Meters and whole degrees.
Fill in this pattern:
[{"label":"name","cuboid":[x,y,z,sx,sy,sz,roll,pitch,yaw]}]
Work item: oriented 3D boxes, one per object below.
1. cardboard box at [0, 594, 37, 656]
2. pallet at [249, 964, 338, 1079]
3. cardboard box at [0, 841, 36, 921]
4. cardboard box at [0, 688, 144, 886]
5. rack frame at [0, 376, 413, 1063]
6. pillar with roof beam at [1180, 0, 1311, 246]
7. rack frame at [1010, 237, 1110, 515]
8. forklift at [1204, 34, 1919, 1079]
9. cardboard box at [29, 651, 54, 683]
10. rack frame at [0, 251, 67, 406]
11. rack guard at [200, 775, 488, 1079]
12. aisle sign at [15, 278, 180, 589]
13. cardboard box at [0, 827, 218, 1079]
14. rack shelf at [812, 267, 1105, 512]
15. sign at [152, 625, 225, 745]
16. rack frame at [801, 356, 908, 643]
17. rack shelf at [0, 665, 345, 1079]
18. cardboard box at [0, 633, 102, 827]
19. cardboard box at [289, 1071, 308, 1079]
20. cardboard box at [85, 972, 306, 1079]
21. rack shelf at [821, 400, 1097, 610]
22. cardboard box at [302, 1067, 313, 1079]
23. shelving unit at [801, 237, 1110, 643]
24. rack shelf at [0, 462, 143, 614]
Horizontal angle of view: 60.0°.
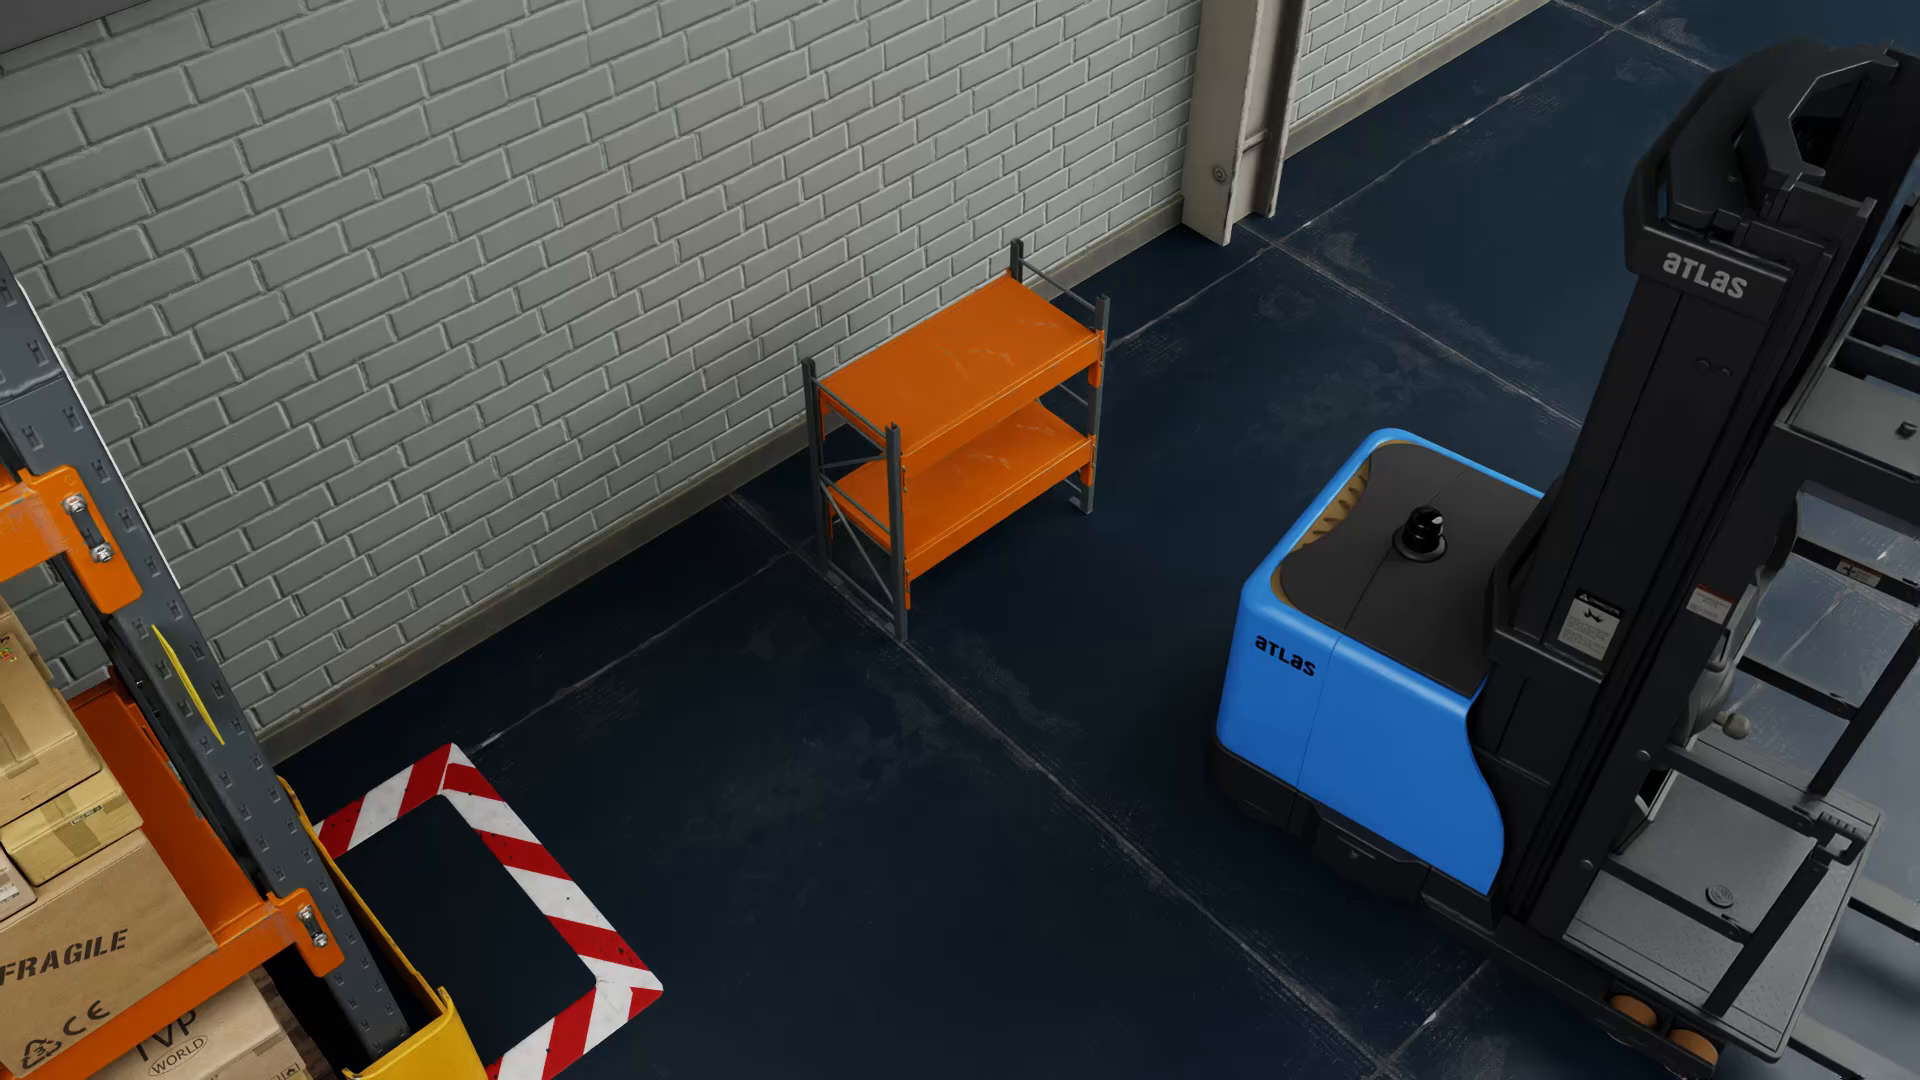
[{"label":"cardboard box","cuboid":[-2.384,0.176,3.888,0.250,0.149,0.380,-35,56,-28]},{"label":"pallet","cuboid":[-2.529,1.827,4.974,1.213,0.211,1.003,-34,56,-27]},{"label":"cardboard box","cuboid":[-2.228,0.693,3.614,0.250,0.149,0.380,-33,55,-27]},{"label":"cardboard box","cuboid":[-2.059,0.550,3.745,0.250,0.149,0.380,-33,55,-27]},{"label":"rack frame","cuboid":[-1.991,0.480,4.319,0.127,3.000,1.000,-34,56,-27]},{"label":"pillar with roof beam","cuboid":[4.223,-2.325,2.826,0.400,9.000,9.100,-34,56,-27]},{"label":"rack frame","cuboid":[0.371,-0.629,6.619,0.032,1.125,0.500,-34,56,-27]},{"label":"forklift","cuboid":[2.356,0.256,4.573,3.031,2.935,1.130,29,54,24]},{"label":"cardboard box","cuboid":[-2.417,0.253,4.019,0.250,0.149,0.380,-35,56,-28]},{"label":"rack frame","cuboid":[-1.991,-1.554,2.114,0.127,3.000,1.000,-34,56,-27]},{"label":"rack guard","cuboid":[-1.974,1.316,5.249,0.348,0.500,1.175,-34,56,-27]},{"label":"aisle sign","cuboid":[-1.745,-0.274,3.246,0.004,0.787,0.394,-34,56,-27]},{"label":"cardboard box","cuboid":[-2.179,0.833,3.926,0.500,0.500,0.500,-35,56,-28]},{"label":"rack shelf","cuboid":[-0.005,-0.577,6.172,1.000,0.278,0.538,-34,56,-27]},{"label":"sign","cuboid":[-1.637,0.309,3.528,0.005,0.325,0.100,-34,56,-27]},{"label":"rack frame","cuboid":[-0.381,-0.127,6.155,0.032,1.125,0.500,-34,56,-27]},{"label":"rack shelf","cuboid":[-3.471,1.713,3.671,4.000,0.370,1.077,-34,56,-27]},{"label":"cardboard box","cuboid":[-2.115,0.417,3.665,0.250,0.149,0.380,-34,56,-27]},{"label":"cardboard box","cuboid":[-2.141,1.512,4.613,0.500,0.250,0.500,-34,56,-28]},{"label":"cardboard box","cuboid":[-2.122,1.329,4.441,0.500,0.250,0.500,-32,55,-26]},{"label":"rack shelf","cuboid":[-0.005,-0.212,6.566,1.000,0.278,0.538,-34,56,-27]},{"label":"cardboard box","cuboid":[-2.126,1.675,4.802,0.500,0.250,0.500,-33,56,-27]},{"label":"shelving unit","cuboid":[-0.005,-0.378,6.387,1.048,1.125,0.538,-34,56,-27]},{"label":"rack shelf","cuboid":[-3.471,0.696,2.569,4.000,0.370,1.077,-34,56,-27]}]
